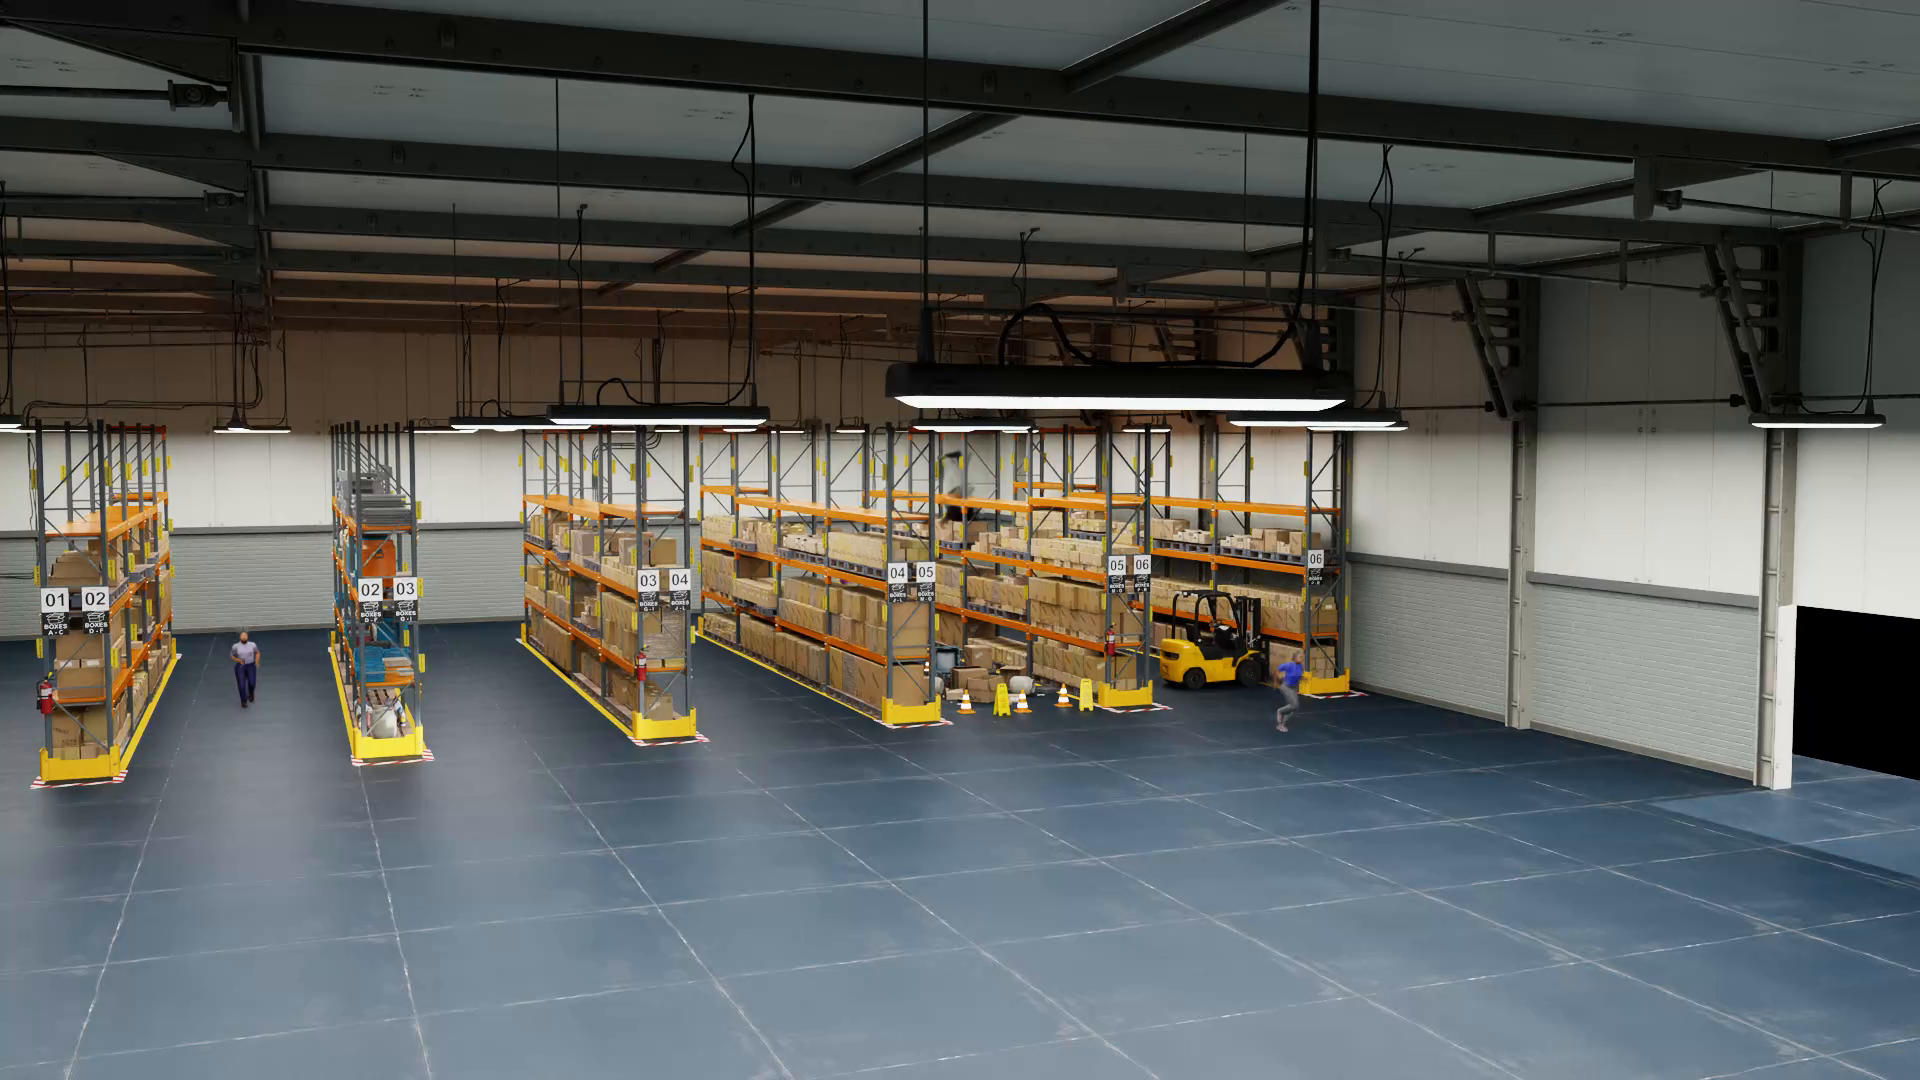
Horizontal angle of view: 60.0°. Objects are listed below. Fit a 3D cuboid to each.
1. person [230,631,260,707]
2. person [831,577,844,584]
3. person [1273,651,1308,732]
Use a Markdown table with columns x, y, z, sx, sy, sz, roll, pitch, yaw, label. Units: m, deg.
| x | y | z | sx | sy | sz | roll | pitch | yaw | label |
| --- | --- | --- | --- | --- | --- | --- | --- | --- | --- |
| -15.082 | 2.739 | 35.119 | 0.599 | 1.587 | 0.531 | -2 | 4 | -28 | person |
| -3.839 | 1.620 | 51.620 | 0.696 | 1.768 | 0.675 | -3 | 5 | -38 | person |
| 6.423 | 2.938 | 32.156 | 0.561 | 1.565 | 0.691 | -3 | 5 | -42 | person |
